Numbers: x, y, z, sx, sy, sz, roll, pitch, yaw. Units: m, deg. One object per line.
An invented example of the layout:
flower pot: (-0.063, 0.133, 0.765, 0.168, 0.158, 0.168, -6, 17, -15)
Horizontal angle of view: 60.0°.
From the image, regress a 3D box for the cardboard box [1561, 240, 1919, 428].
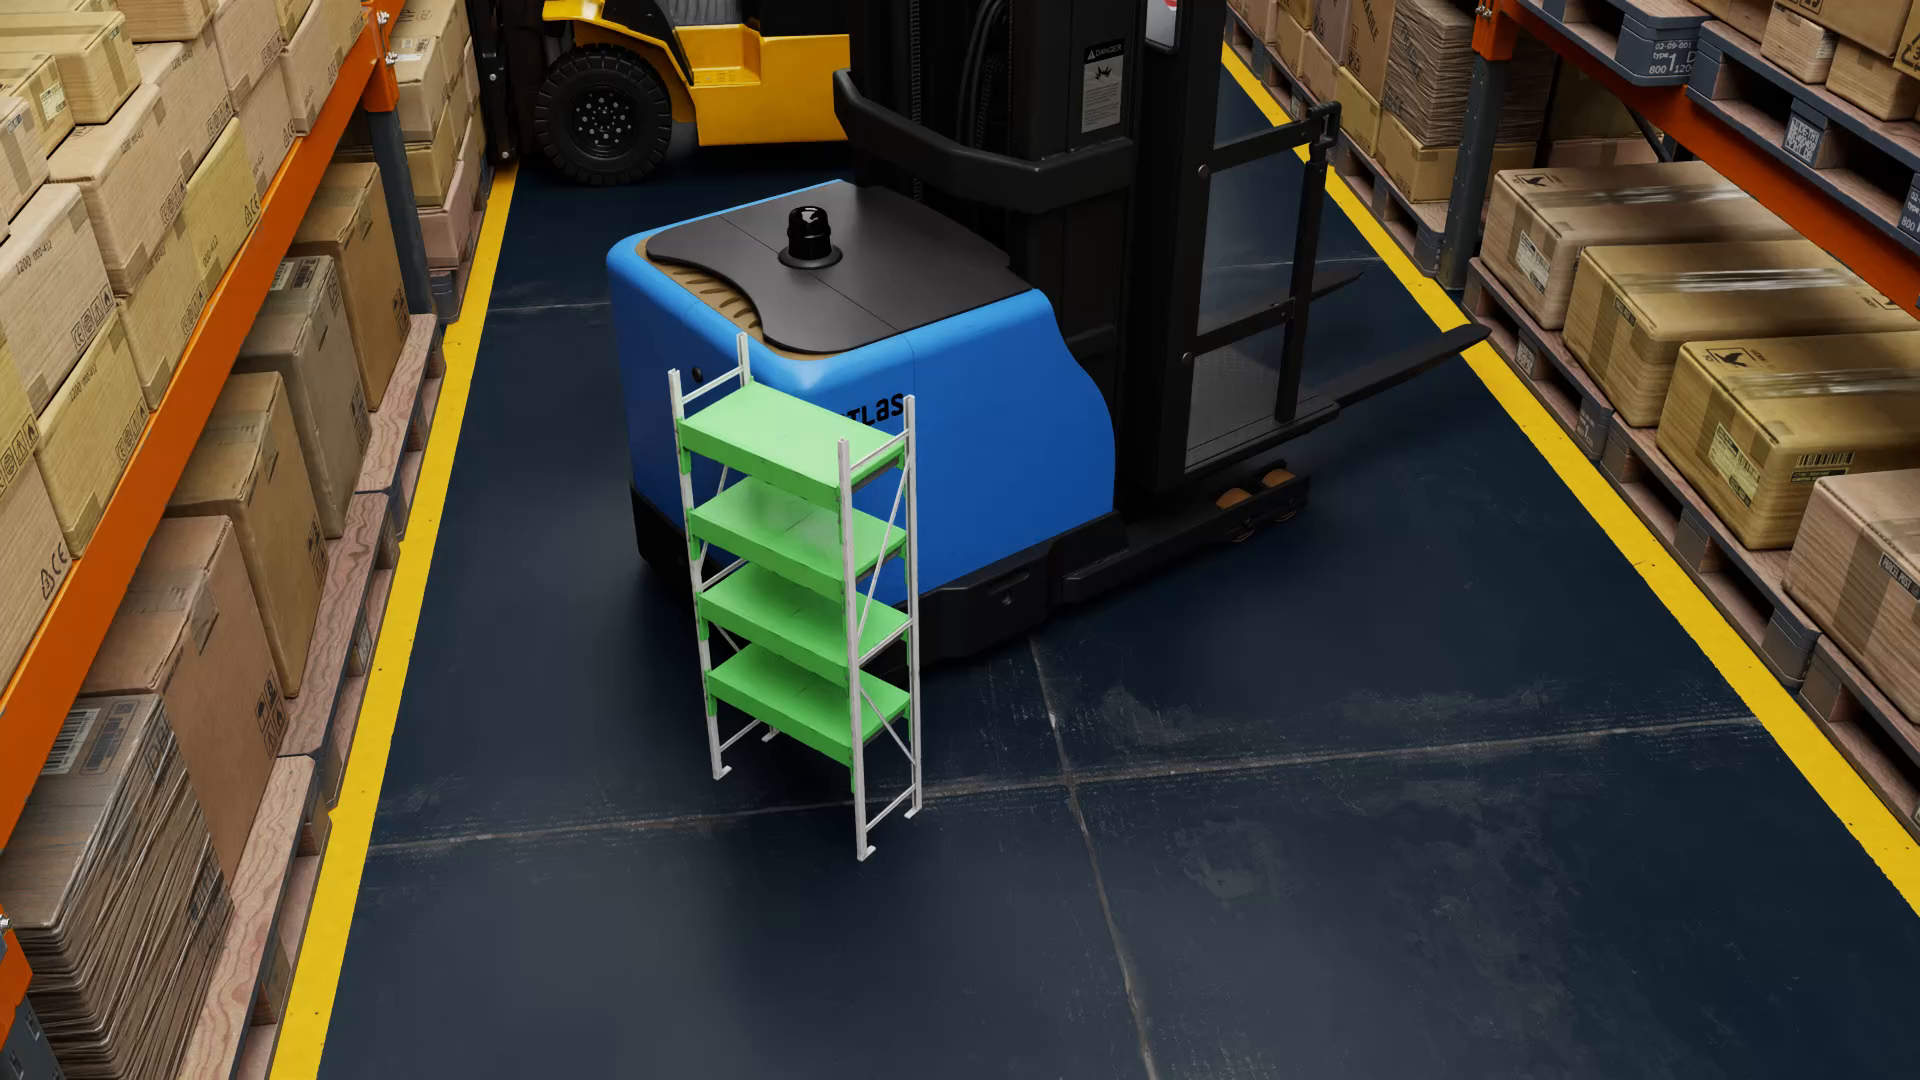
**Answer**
cardboard box: (2.624, -0.703, 5.579, 0.950, 0.372, 0.625, -2, 34, -3)

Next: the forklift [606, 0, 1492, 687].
forklift: (0.499, -1.421, 4.733, 3.031, 2.935, 1.130, -23, 40, -30)

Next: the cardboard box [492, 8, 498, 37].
cardboard box: (-2.483, -2.592, 8.015, 0.500, 0.250, 0.500, -5, 35, -7)

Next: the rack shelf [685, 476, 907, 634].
rack shelf: (-0.370, 0.011, 3.855, 0.480, 0.148, 0.258, 23, 40, 30)

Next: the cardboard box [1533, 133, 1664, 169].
cardboard box: (2.639, -1.696, 7.144, 0.500, 0.250, 0.500, -6, 35, -9)

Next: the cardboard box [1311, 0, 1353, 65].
cardboard box: (1.965, -2.534, 7.708, 0.500, 0.500, 0.500, -3, 34, -4)

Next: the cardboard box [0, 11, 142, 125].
cardboard box: (-1.865, -0.928, 3.283, 0.380, 0.149, 0.250, -4, 34, -5)

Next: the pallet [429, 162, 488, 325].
pallet: (-2.533, -1.226, 6.861, 1.003, 0.211, 1.213, -4, 35, -6)

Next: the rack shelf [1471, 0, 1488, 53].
rack shelf: (2.182, -3.128, 7.815, 1.077, 0.370, 4.000, -4, 35, -6)

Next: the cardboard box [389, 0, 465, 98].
cardboard box: (-2.280, -1.961, 6.645, 0.500, 0.250, 0.500, -4, 35, -6)

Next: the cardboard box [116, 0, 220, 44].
cardboard box: (-1.888, -1.214, 3.703, 0.380, 0.149, 0.250, -5, 35, -8)

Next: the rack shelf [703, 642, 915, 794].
rack shelf: (-0.370, 0.408, 4.125, 0.480, 0.148, 0.258, 23, 40, 30)

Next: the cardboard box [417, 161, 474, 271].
cardboard box: (-2.205, -1.263, 6.509, 0.500, 0.250, 0.500, -4, 34, -6)

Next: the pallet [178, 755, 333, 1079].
pallet: (-2.002, 0.991, 3.608, 1.003, 0.211, 1.213, -4, 35, -6)

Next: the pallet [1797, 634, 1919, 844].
pallet: (2.885, 0.639, 4.125, 1.003, 0.211, 1.213, -4, 35, -6)

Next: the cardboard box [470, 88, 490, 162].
cardboard box: (-2.373, -1.831, 7.342, 0.500, 0.250, 0.500, -4, 34, -6)

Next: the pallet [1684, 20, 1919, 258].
pallet: (2.682, -1.099, 4.370, 1.003, 0.211, 1.213, -4, 35, -6)

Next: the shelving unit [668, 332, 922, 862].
shelving unit: (-0.370, 0.157, 3.954, 0.503, 1.200, 0.258, 23, 40, 30)

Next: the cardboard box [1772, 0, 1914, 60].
cardboard box: (2.430, -1.521, 4.093, 0.500, 0.500, 0.500, -6, 35, -8)

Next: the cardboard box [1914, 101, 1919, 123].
cardboard box: (2.539, -1.036, 3.957, 0.380, 0.149, 0.250, -4, 34, -6)

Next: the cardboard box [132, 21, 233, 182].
cardboard box: (-1.960, -0.966, 3.693, 0.500, 0.250, 0.500, -4, 34, -6)

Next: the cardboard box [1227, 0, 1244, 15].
cardboard box: (1.747, -3.107, 9.215, 0.500, 0.250, 0.500, -5, 35, -7)

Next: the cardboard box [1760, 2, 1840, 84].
cardboard box: (2.359, -1.317, 4.369, 0.380, 0.149, 0.250, -3, 34, -5)

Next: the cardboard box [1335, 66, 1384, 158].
cardboard box: (2.023, -1.952, 7.520, 0.500, 0.250, 0.500, -5, 35, -8)

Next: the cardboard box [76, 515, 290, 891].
cardboard box: (-2.096, 0.396, 3.742, 0.875, 0.625, 0.625, -3, 34, -5)

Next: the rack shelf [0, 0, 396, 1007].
rack shelf: (-2.199, -0.518, 3.985, 1.077, 0.370, 4.000, -4, 35, -6)

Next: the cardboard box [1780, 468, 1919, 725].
cardboard box: (2.815, 0.108, 4.388, 0.950, 0.372, 0.625, -5, 35, -7)

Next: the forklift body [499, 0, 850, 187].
forklift body: (-0.943, -2.892, 7.584, 2.313, 2.155, 1.214, -4, 35, -6)

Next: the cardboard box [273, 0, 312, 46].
cardboard box: (-2.072, -1.535, 4.527, 0.500, 0.250, 0.500, -5, 35, -8)

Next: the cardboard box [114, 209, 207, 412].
cardboard box: (-1.886, -0.471, 3.411, 0.500, 0.250, 0.500, -5, 35, -8)

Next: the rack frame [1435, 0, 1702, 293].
rack frame: (2.451, -2.309, 5.975, 1.000, 3.000, 0.127, -4, 35, -6)

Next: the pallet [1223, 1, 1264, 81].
pallet: (1.997, -2.890, 9.304, 1.003, 0.211, 1.213, -4, 35, -6)

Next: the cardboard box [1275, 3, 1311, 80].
cardboard box: (1.894, -2.518, 8.351, 0.500, 0.250, 0.500, -2, 34, -3)

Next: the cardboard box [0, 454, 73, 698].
cardboard box: (-1.747, 0.097, 2.577, 0.500, 0.250, 0.500, -4, 35, -6)

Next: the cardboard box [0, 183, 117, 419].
cardboard box: (-1.813, -0.389, 2.847, 0.500, 0.250, 0.500, -3, 34, -5)

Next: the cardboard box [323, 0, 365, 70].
cardboard box: (-2.141, -1.608, 5.079, 0.500, 0.250, 0.500, -4, 34, -5)

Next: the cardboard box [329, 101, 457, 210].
cardboard box: (-2.227, -1.468, 6.366, 0.500, 0.250, 0.500, -5, 35, -7)

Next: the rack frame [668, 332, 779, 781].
rack frame: (-0.566, 0.075, 4.075, 0.015, 1.200, 0.240, 23, 40, 30)

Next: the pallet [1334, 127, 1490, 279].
pallet: (2.325, -1.529, 7.306, 1.003, 0.211, 1.213, -4, 35, -6)

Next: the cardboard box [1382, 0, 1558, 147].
cardboard box: (2.105, -1.966, 6.874, 0.500, 0.500, 0.500, -5, 35, -7)

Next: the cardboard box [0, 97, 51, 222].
cardboard box: (-1.825, -0.644, 2.866, 0.380, 0.149, 0.250, -4, 34, -6)

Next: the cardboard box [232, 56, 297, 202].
cardboard box: (-2.031, -1.048, 4.258, 0.500, 0.250, 0.500, -4, 34, -6)

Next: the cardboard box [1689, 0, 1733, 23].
cardboard box: (2.344, -1.607, 4.795, 0.380, 0.149, 0.250, -4, 34, -6)

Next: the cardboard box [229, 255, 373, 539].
cardboard box: (-2.290, -0.399, 4.908, 0.875, 0.625, 0.625, -5, 35, -7)

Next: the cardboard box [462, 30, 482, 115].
cardboard box: (-2.353, -2.031, 7.191, 0.500, 0.250, 0.500, -5, 35, -7)

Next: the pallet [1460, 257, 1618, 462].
pallet: (2.557, -0.722, 6.123, 1.003, 0.211, 1.213, -4, 35, -6)

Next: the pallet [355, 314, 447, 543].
pallet: (-2.330, -0.371, 5.606, 1.003, 0.211, 1.213, -4, 35, -6)
